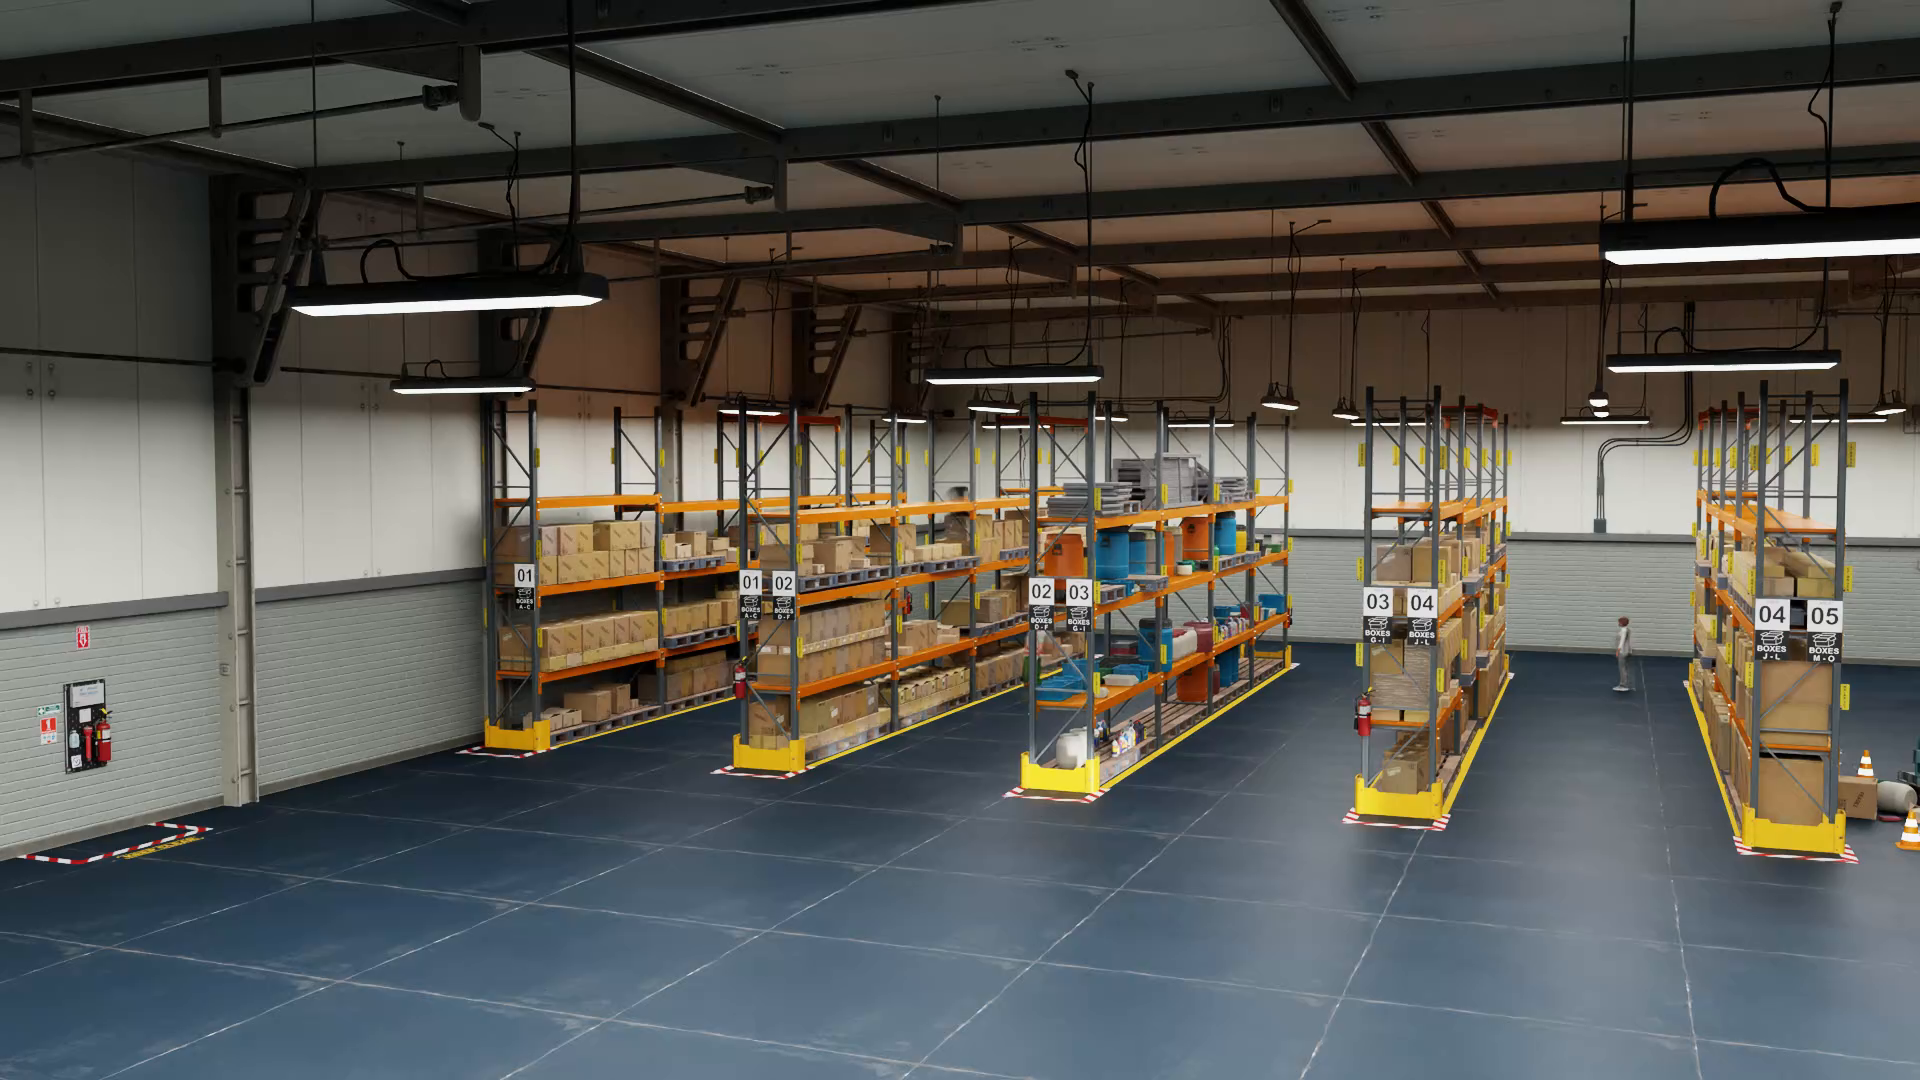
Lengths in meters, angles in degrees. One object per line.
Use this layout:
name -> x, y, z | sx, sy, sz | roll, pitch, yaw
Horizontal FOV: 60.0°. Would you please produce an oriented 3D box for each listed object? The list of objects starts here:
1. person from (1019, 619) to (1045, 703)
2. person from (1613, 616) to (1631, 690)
person -> 1.460, 2.456, 34.045 | 0.488, 1.864, 0.635 | -2, 4, -39
person -> 14.206, 2.436, 35.665 | 0.344, 1.607, 0.421 | 2, 3, 32
